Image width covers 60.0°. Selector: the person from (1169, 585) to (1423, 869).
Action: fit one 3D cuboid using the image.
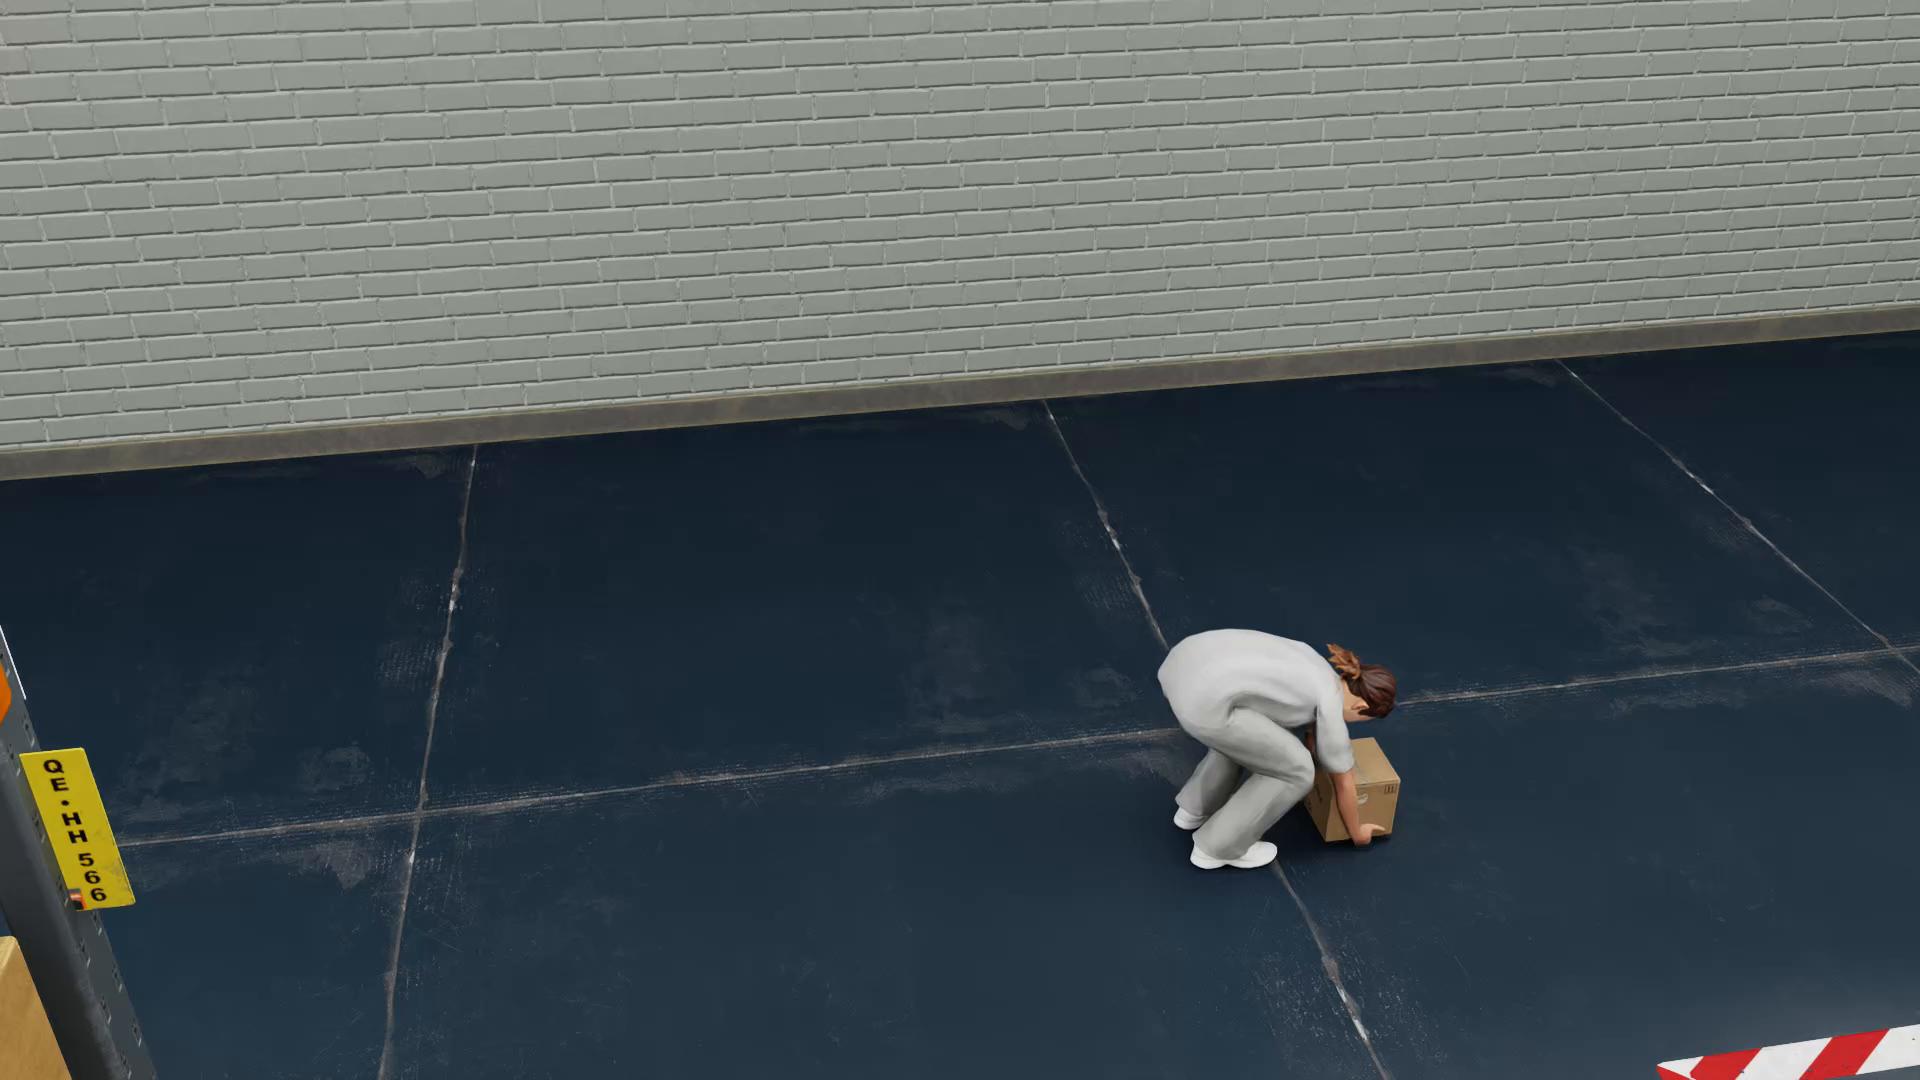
[{"bbox_3d":[1.139,0.623,5.745,0.866,1.004,0.443,-7,31,-11],"label":"person"}]
